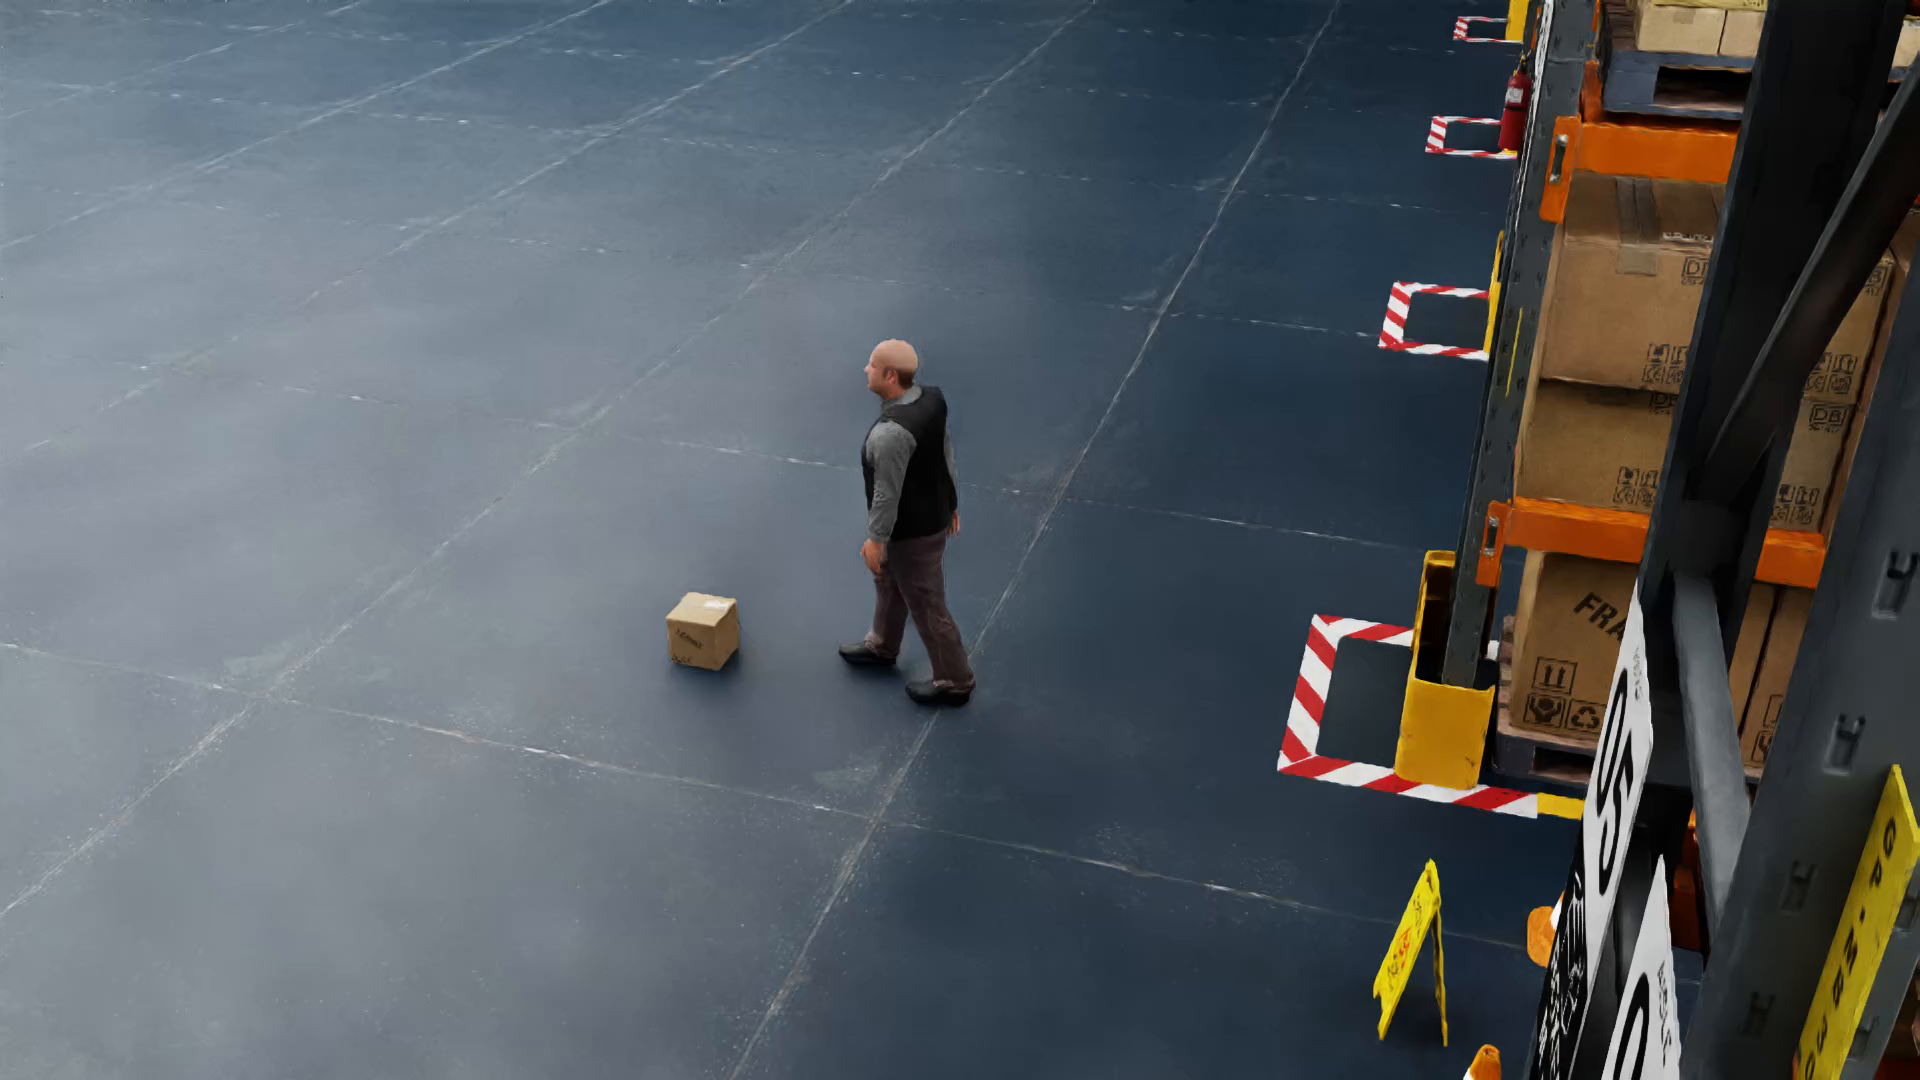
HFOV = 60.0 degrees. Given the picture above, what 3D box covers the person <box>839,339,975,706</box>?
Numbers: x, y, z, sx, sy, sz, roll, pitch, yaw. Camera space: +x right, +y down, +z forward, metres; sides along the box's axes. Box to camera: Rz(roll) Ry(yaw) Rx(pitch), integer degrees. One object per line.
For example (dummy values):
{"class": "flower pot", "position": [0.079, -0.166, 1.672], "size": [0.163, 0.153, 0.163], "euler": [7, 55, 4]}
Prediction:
{"class": "person", "position": [-0.280, -0.065, 7.247], "size": [0.723, 1.706, 0.538], "euler": [7, 30, 13]}
